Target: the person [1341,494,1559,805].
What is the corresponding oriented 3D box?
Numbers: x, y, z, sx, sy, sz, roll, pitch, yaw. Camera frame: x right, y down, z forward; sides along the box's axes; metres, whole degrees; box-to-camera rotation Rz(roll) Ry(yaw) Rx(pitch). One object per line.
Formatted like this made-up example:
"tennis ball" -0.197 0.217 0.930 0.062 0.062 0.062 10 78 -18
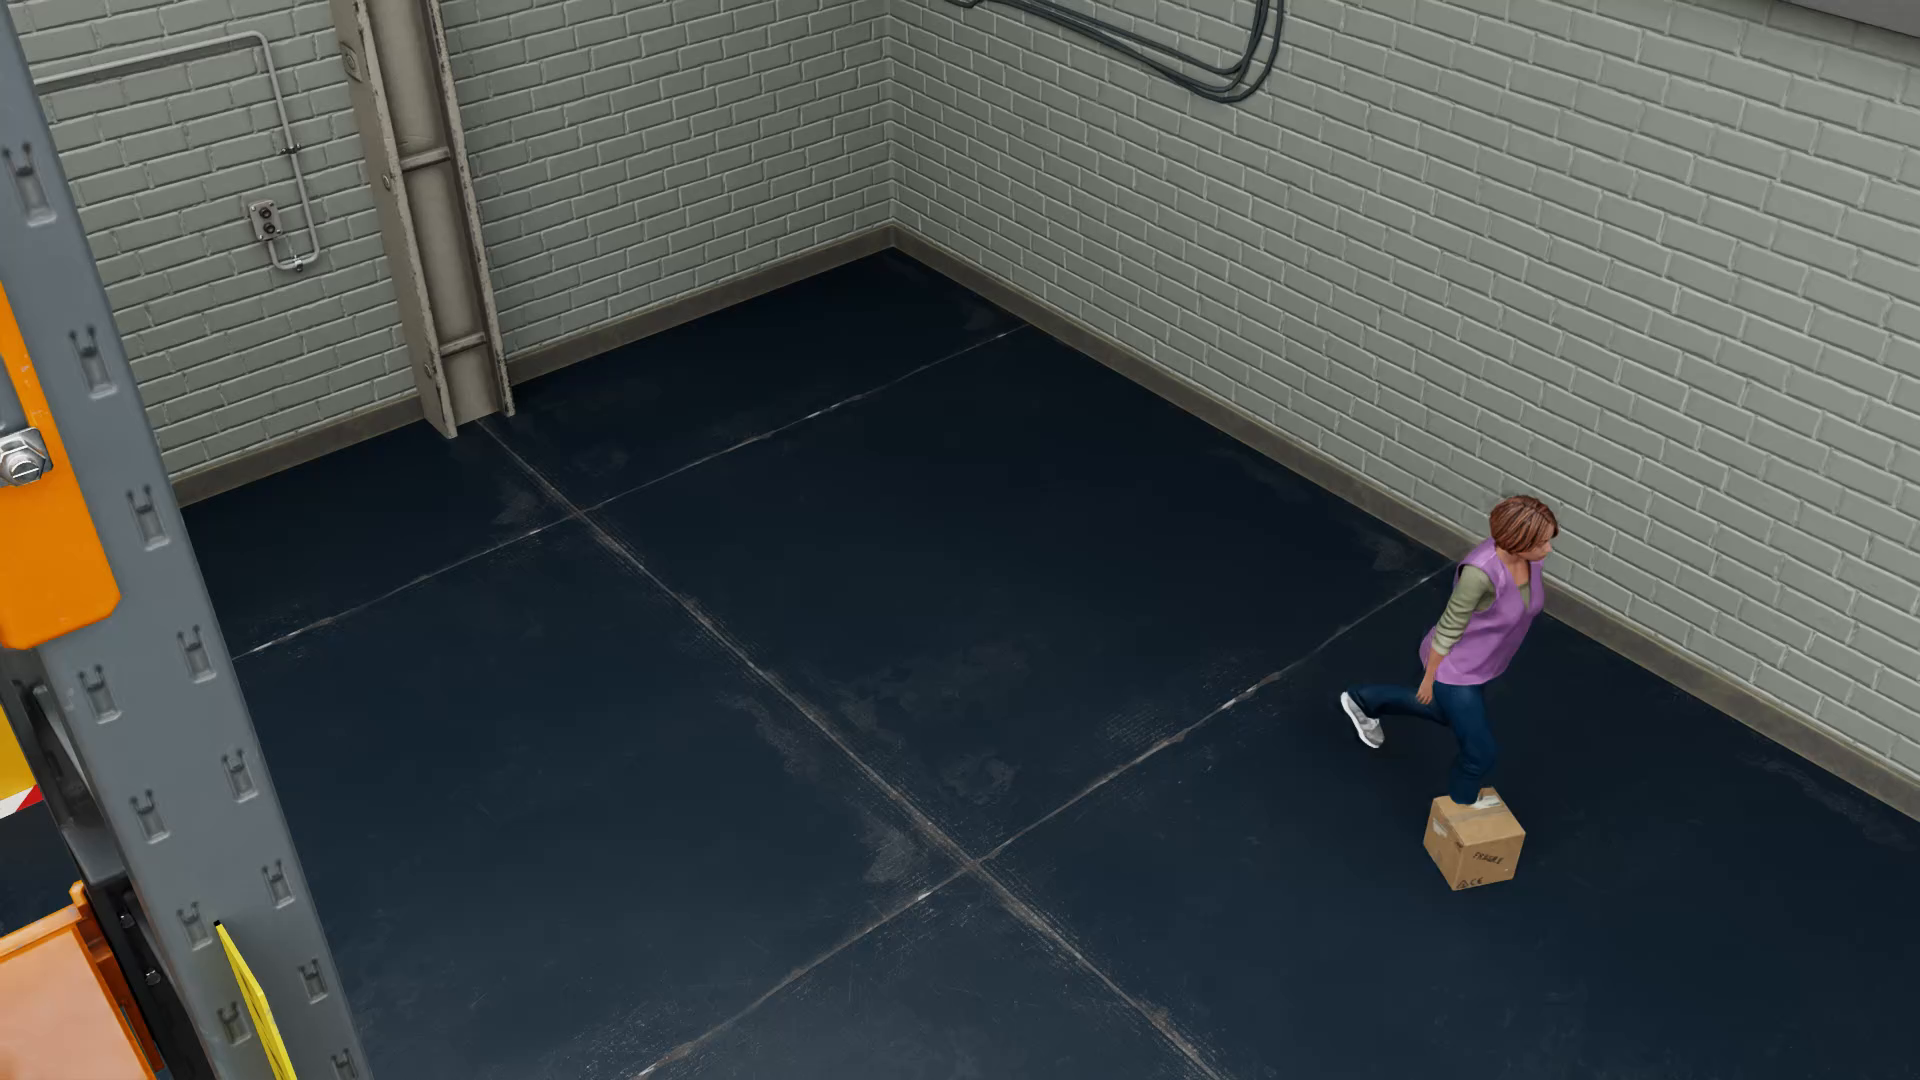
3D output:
"person" 1.812 0.399 6.116 0.423 1.542 0.872 -29 45 -34
